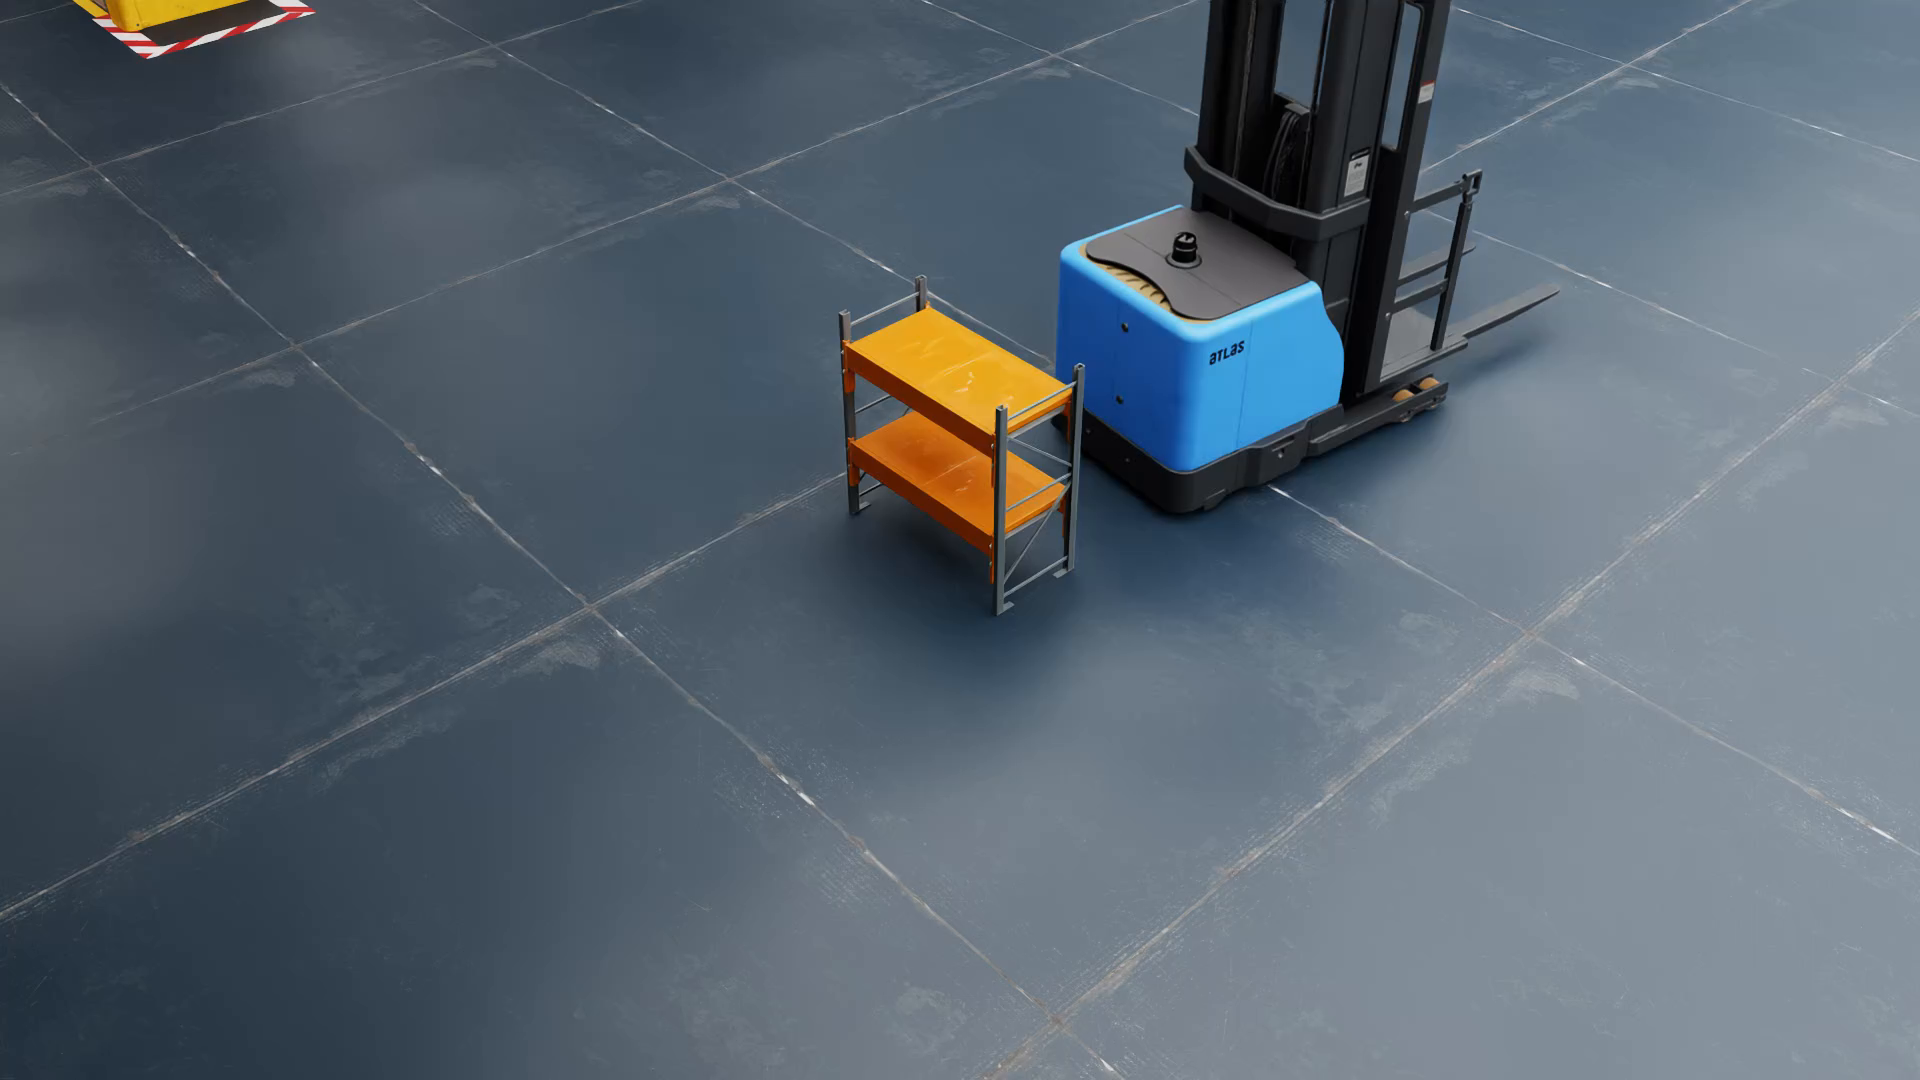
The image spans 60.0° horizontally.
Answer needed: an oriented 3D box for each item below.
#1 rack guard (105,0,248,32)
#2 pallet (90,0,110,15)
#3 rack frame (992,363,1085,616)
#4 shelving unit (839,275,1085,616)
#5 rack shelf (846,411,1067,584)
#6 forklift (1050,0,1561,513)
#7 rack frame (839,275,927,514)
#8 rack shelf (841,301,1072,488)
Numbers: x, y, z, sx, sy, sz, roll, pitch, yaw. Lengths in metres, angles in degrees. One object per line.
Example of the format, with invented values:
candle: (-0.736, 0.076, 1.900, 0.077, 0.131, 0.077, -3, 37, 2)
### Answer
rack guard: (-6.089, -4.417, 13.029, 1.175, 0.500, 0.348, -30, 48, -32)
pallet: (-6.653, -4.652, 13.549, 1.003, 0.211, 1.213, -30, 48, -32)
rack frame: (0.339, -0.205, 7.317, 0.500, 1.125, 0.032, -30, 48, -32)
shelving unit: (-0.005, -0.441, 7.608, 0.538, 1.125, 1.048, -30, 48, -32)
rack shelf: (-0.005, -0.251, 7.762, 0.538, 0.278, 1.000, -30, 48, -32)
forklift: (1.961, -2.006, 8.109, 3.031, 2.935, 1.130, -24, 45, -27)
rack frame: (-0.348, -0.676, 7.900, 0.500, 1.125, 0.032, -30, 48, -32)
rack shelf: (-0.005, -0.668, 7.424, 0.538, 0.278, 1.000, -30, 48, -32)
